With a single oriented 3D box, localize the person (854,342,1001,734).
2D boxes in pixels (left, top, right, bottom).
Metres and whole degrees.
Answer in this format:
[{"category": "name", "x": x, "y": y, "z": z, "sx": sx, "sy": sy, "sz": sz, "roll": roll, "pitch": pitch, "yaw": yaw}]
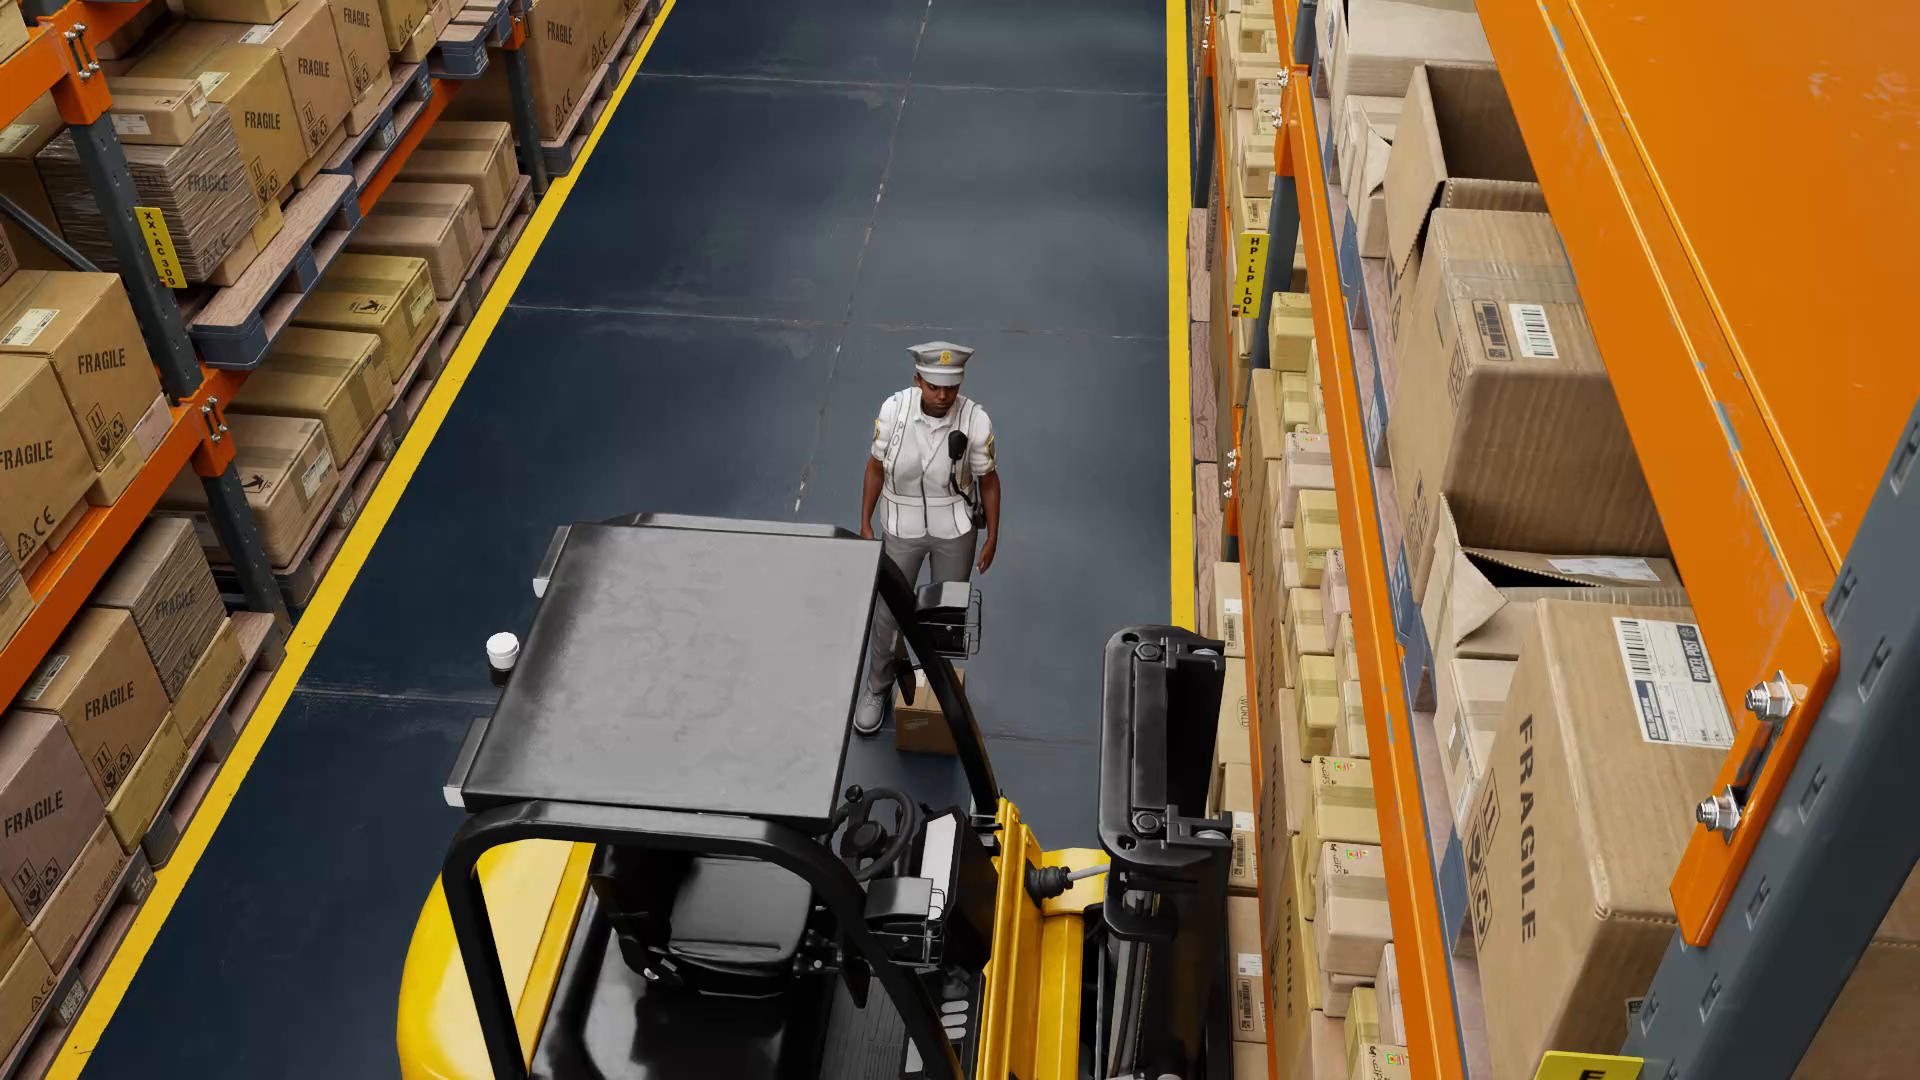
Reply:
[{"category": "person", "x": -0.136, "y": -0.005, "z": 6.414, "sx": 0.570, "sy": 1.695, "sz": 0.529, "roll": 3, "pitch": 40, "yaw": 4}]
